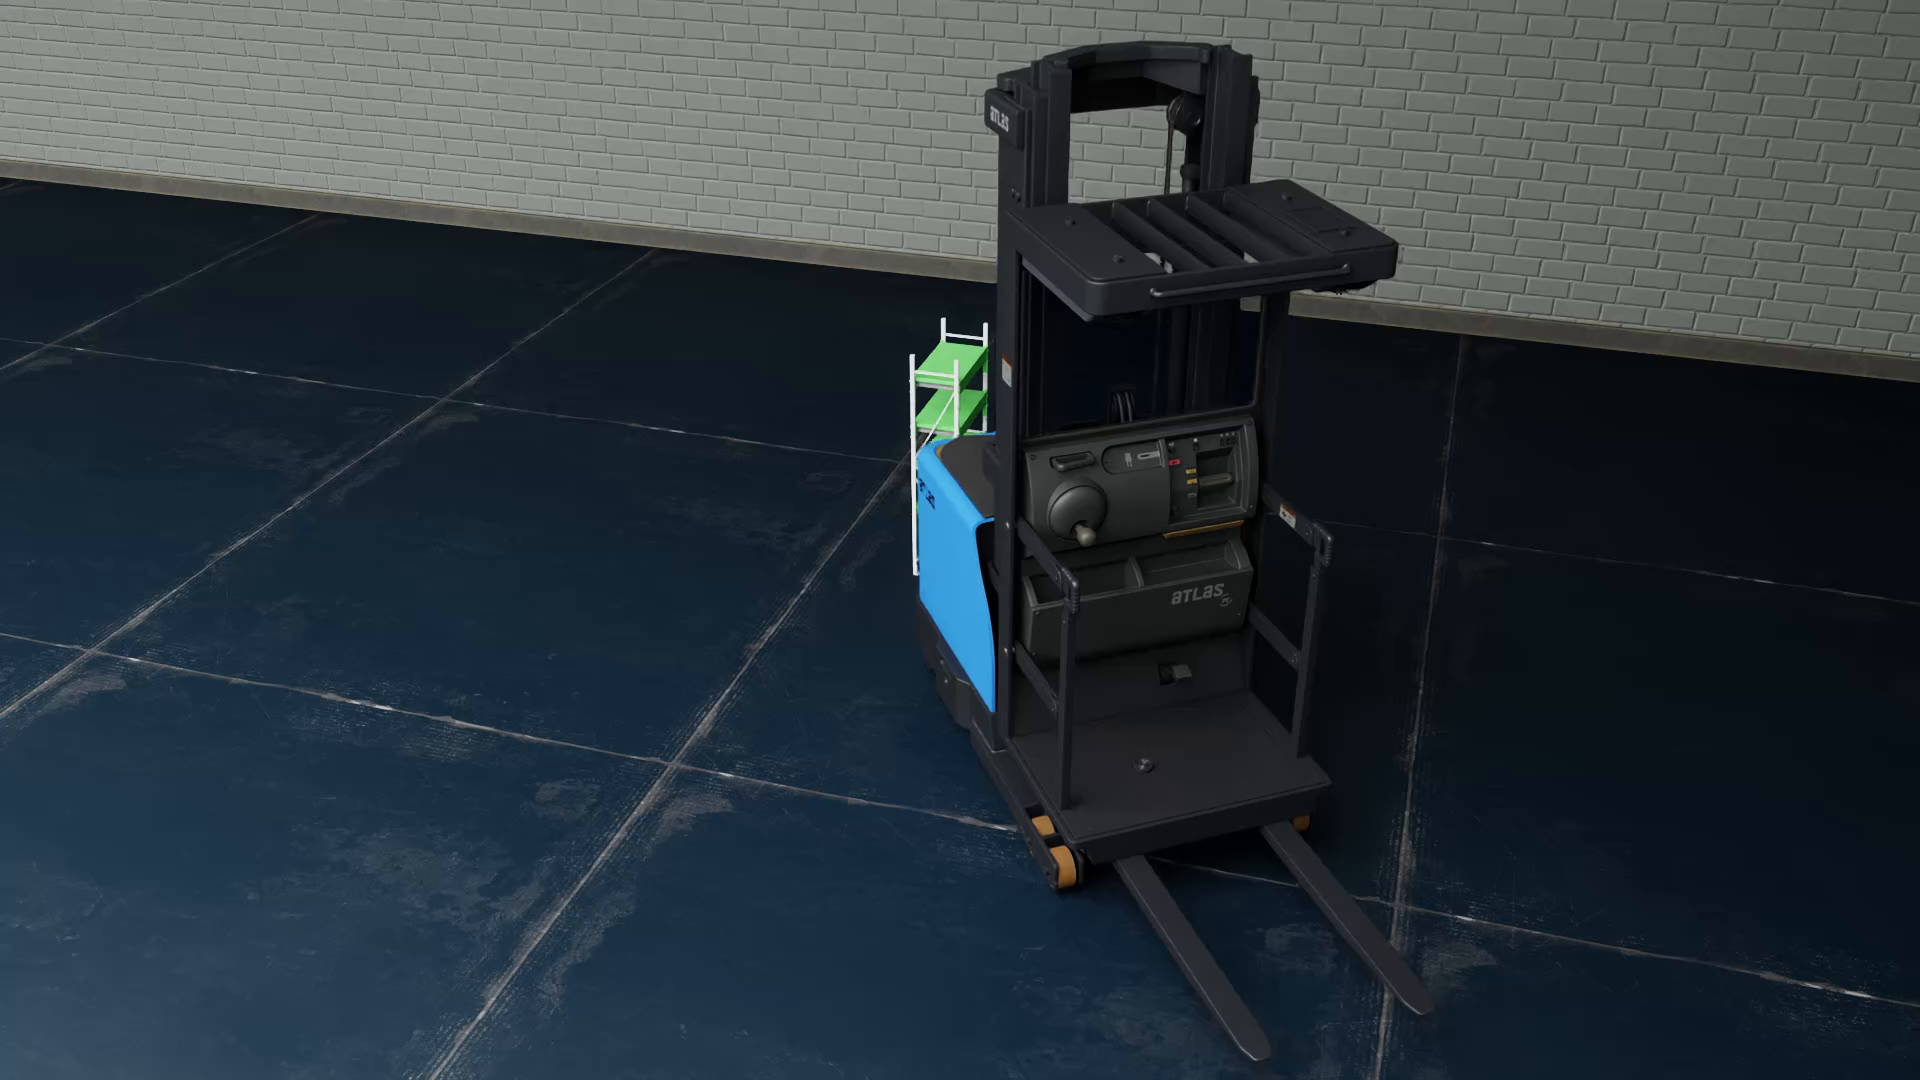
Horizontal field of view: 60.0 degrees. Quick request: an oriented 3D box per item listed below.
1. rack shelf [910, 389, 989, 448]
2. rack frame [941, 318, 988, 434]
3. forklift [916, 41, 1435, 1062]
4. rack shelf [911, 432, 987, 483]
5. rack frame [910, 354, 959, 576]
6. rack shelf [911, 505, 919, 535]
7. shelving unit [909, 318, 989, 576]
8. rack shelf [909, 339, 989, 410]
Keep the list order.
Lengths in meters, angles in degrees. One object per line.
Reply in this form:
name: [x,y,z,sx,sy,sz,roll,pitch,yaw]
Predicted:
rack shelf: [-0.049,-0.601,8.234,0.258,0.148,0.480,8,30,15]
rack frame: [0.023,-0.561,8.524,0.240,1.200,0.015,8,30,15]
forklift: [0.761,-0.172,6.043,1.130,2.935,3.031,-10,30,-17]
rack shelf: [-0.049,-0.392,8.351,0.258,0.148,0.480,8,30,15]
rack frame: [-0.120,-0.334,8.116,0.240,1.200,0.015,8,30,15]
rack shelf: [-0.049,-0.182,8.468,0.258,0.148,0.480,8,30,15]
shelving unit: [-0.049,-0.447,8.320,0.258,1.200,0.503,8,30,15]
rack shelf: [-0.049,-0.811,8.118,0.258,0.148,0.480,8,30,15]
